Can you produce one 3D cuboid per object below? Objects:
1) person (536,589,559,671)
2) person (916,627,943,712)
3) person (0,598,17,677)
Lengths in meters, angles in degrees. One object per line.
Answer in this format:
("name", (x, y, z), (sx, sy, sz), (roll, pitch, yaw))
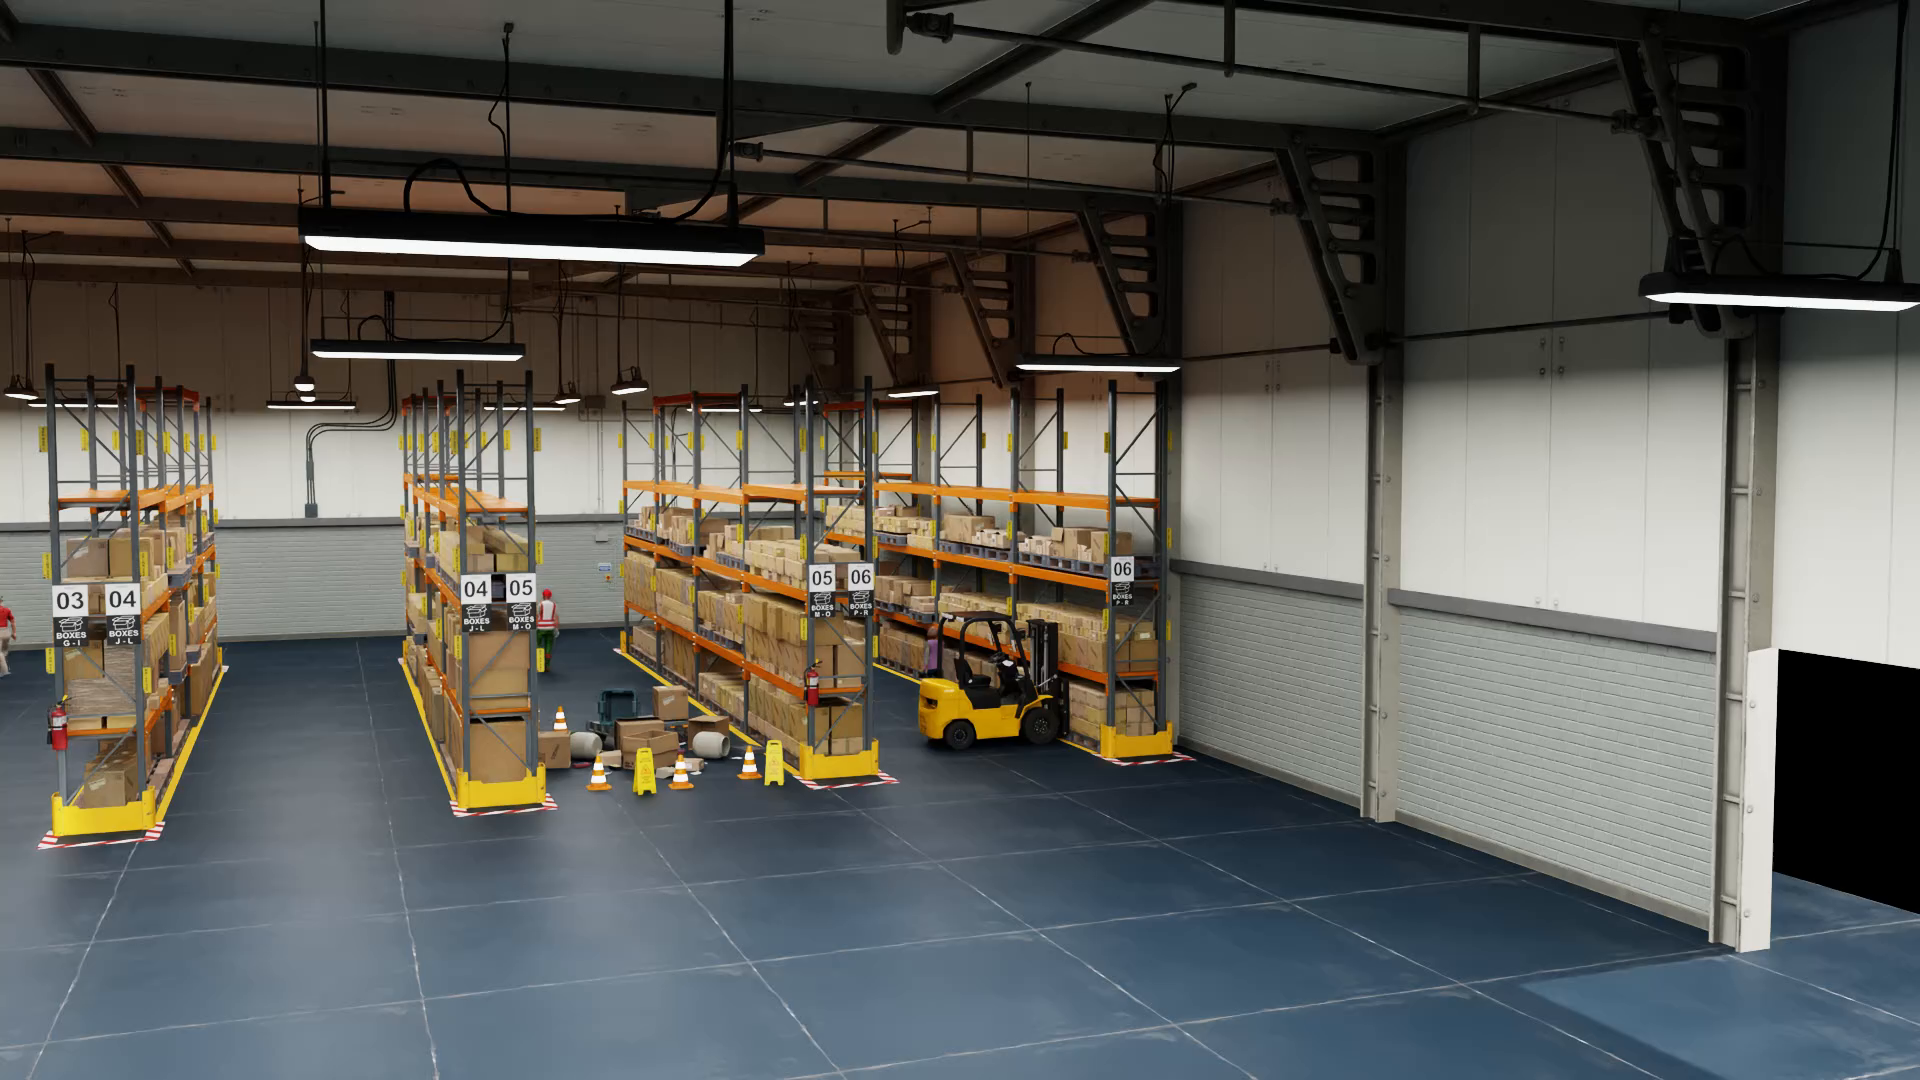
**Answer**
("person", (-9.072, 1.974, 36.452), (0.596, 1.785, 0.521), (-2, 4, -28))
("person", (-0.493, 2.424, 30.784), (0.450, 1.617, 0.627), (-2, 4, -35))
("person", (-20.614, 2.070, 35.717), (0.697, 1.719, 0.631), (1, 4, 23))
